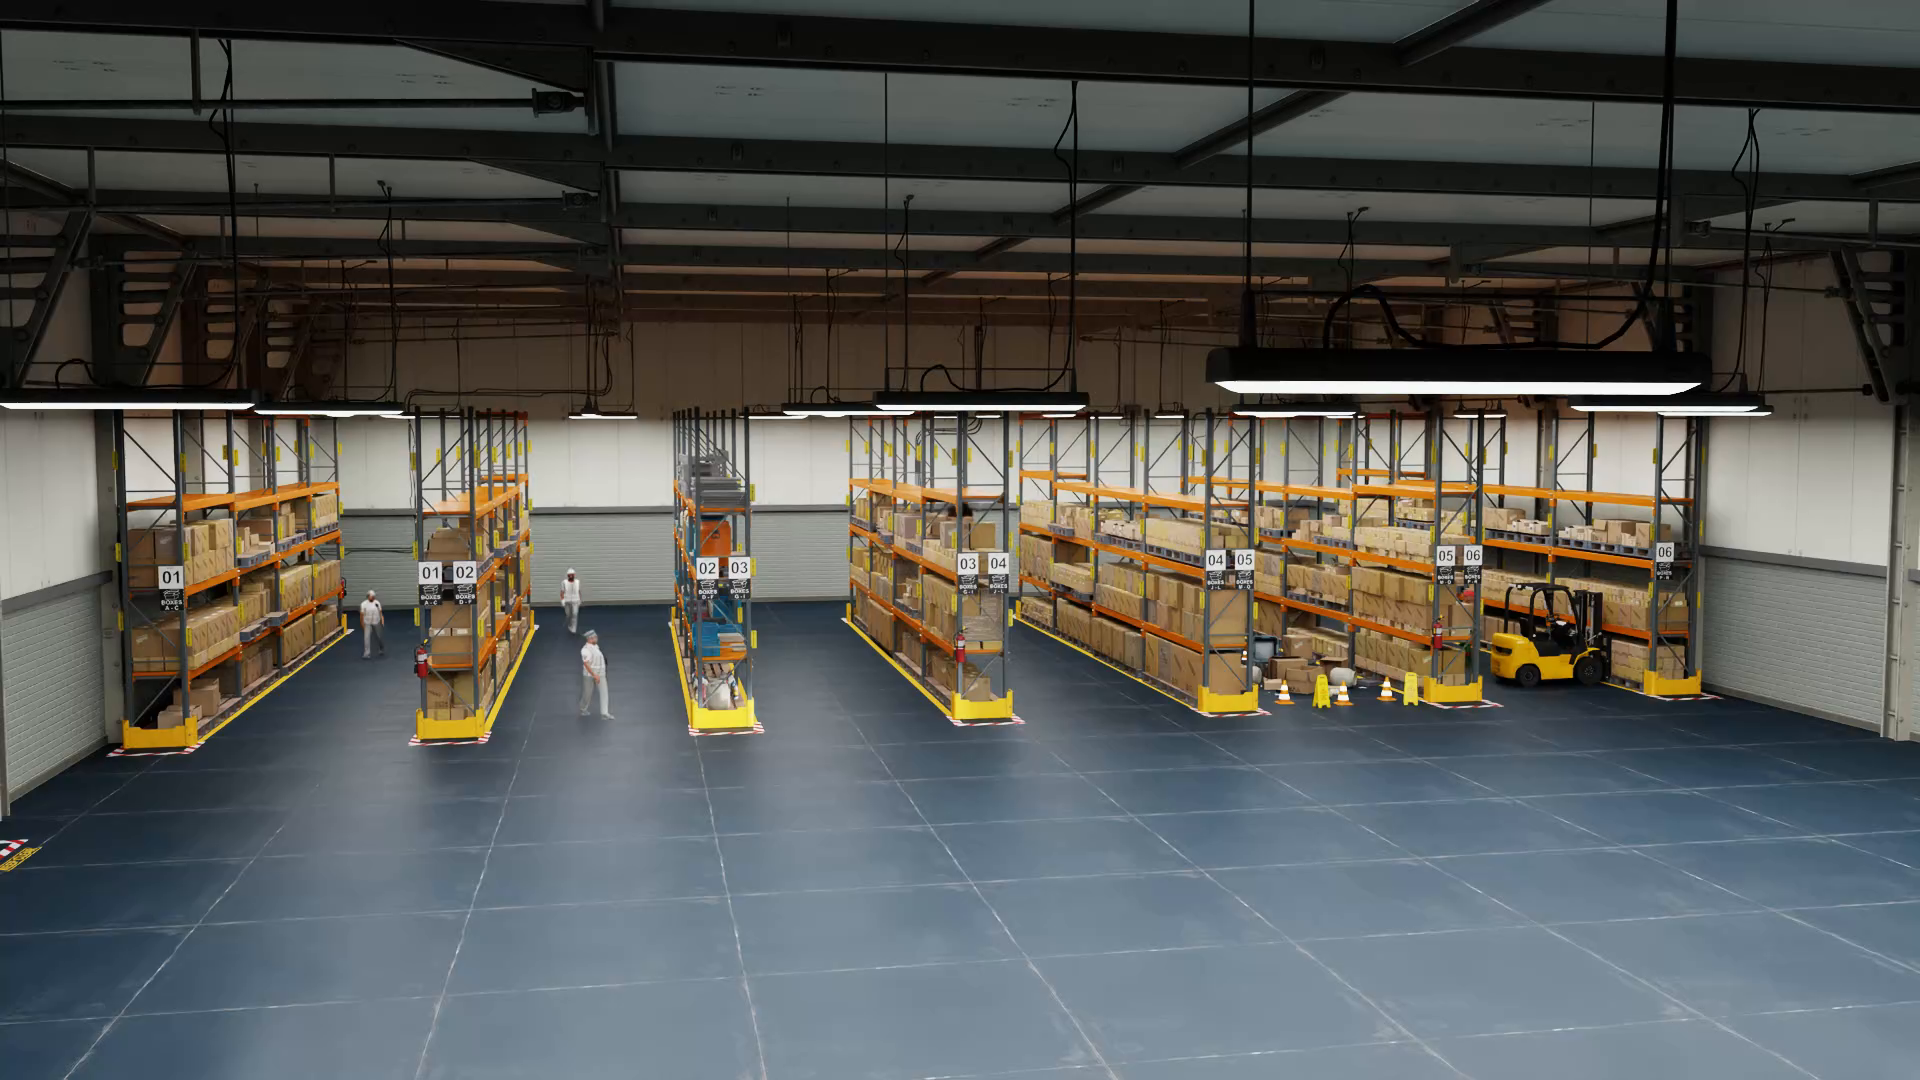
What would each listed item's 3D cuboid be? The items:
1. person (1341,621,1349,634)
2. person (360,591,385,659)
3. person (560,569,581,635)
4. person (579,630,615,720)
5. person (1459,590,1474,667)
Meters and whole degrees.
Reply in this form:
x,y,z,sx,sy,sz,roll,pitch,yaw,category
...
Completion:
x,y,z,sx,sy,sz,roll,pitch,yaw,category
9.938,1.837,43.083,0.409,1.676,0.548,1,4,14,person
-14.285,2.034,40.456,0.583,1.609,0.951,-1,4,-7,person
-10.518,1.665,44.917,0.528,1.753,0.989,0,4,-7,person
-7.029,2.582,31.951,0.523,1.731,1.019,-3,5,-37,person
11.830,2.083,38.894,0.454,1.815,0.589,2,5,27,person
